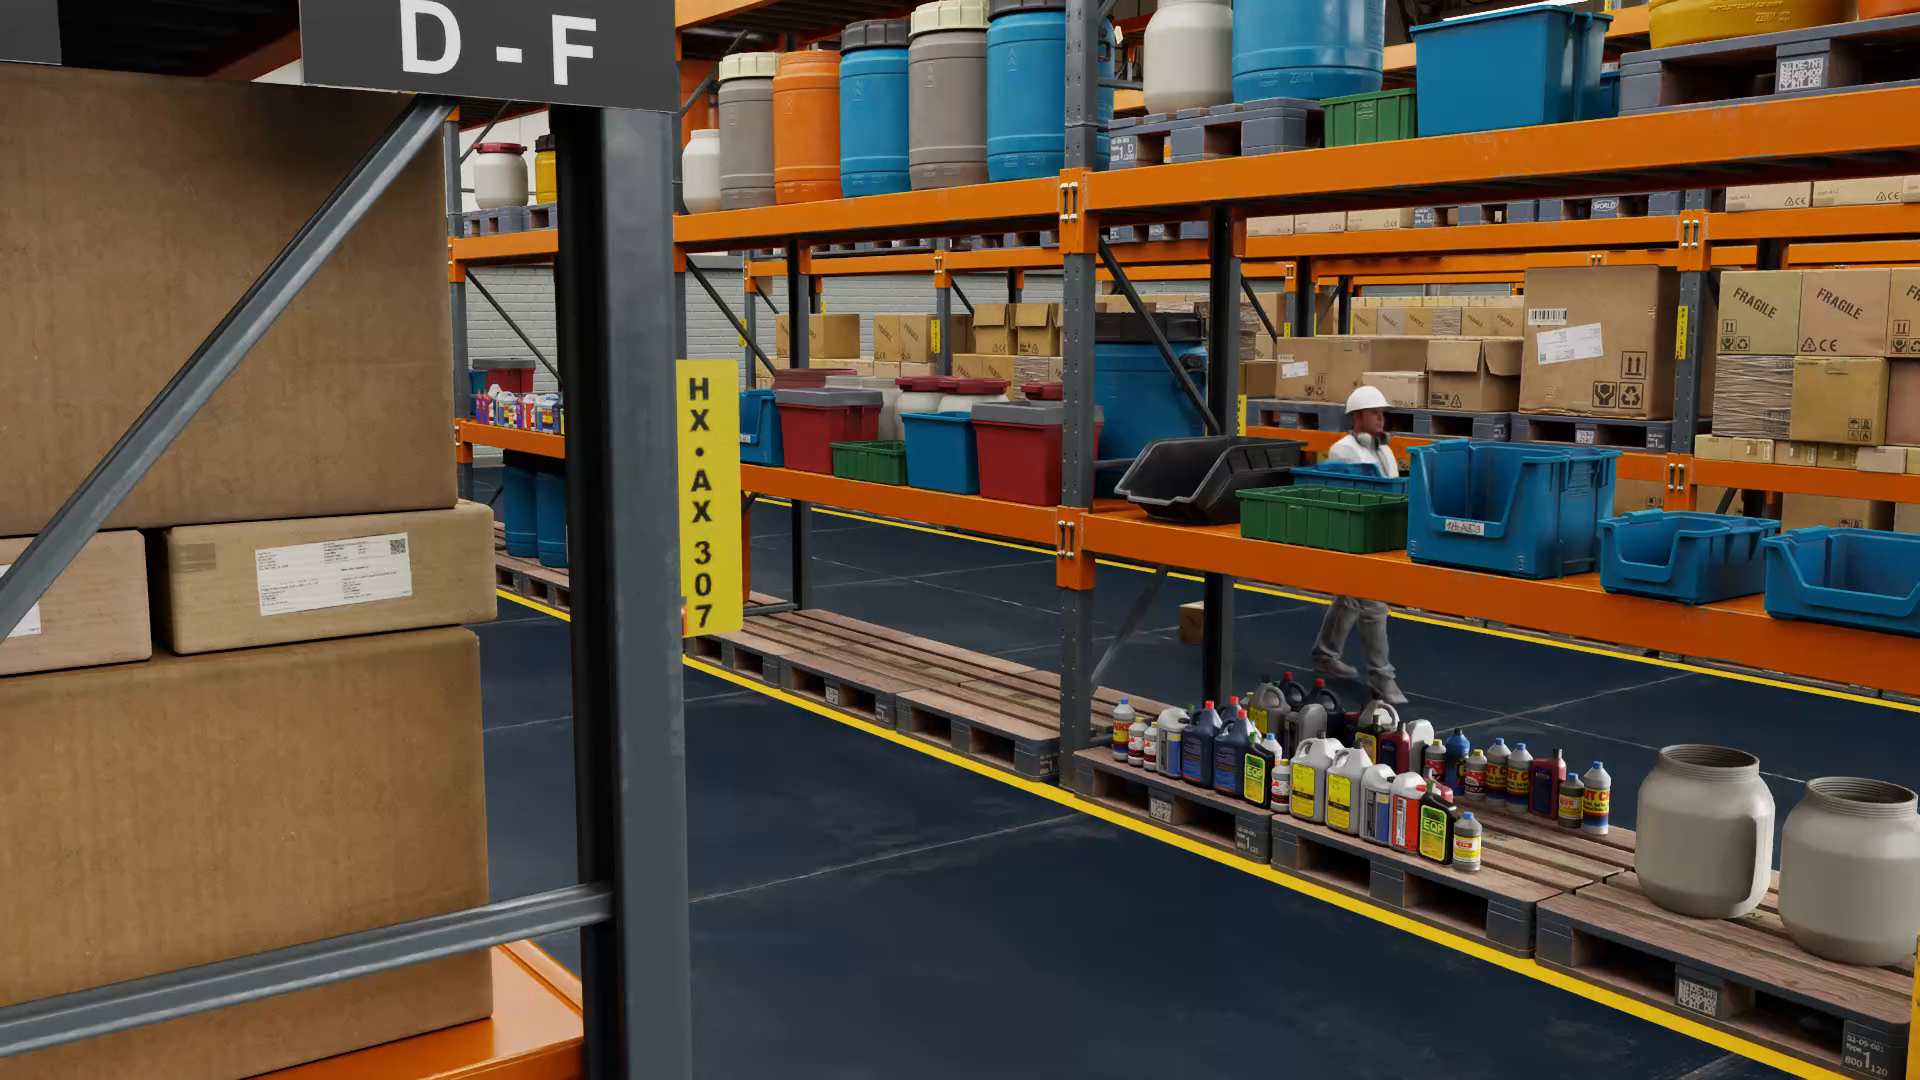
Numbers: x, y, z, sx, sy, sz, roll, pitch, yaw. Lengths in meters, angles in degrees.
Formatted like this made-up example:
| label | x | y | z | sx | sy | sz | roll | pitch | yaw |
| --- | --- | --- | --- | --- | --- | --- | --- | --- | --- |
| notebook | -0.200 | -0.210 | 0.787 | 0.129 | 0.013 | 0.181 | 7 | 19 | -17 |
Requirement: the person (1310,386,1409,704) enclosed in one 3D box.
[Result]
| label | x | y | z | sx | sy | sz | roll | pitch | yaw |
| --- | --- | --- | --- | --- | --- | --- | --- | --- | --- |
| person | 2.389 | 0.019 | 9.700 | 0.559 | 1.822 | 0.778 | -8 | 11 | -44 |
